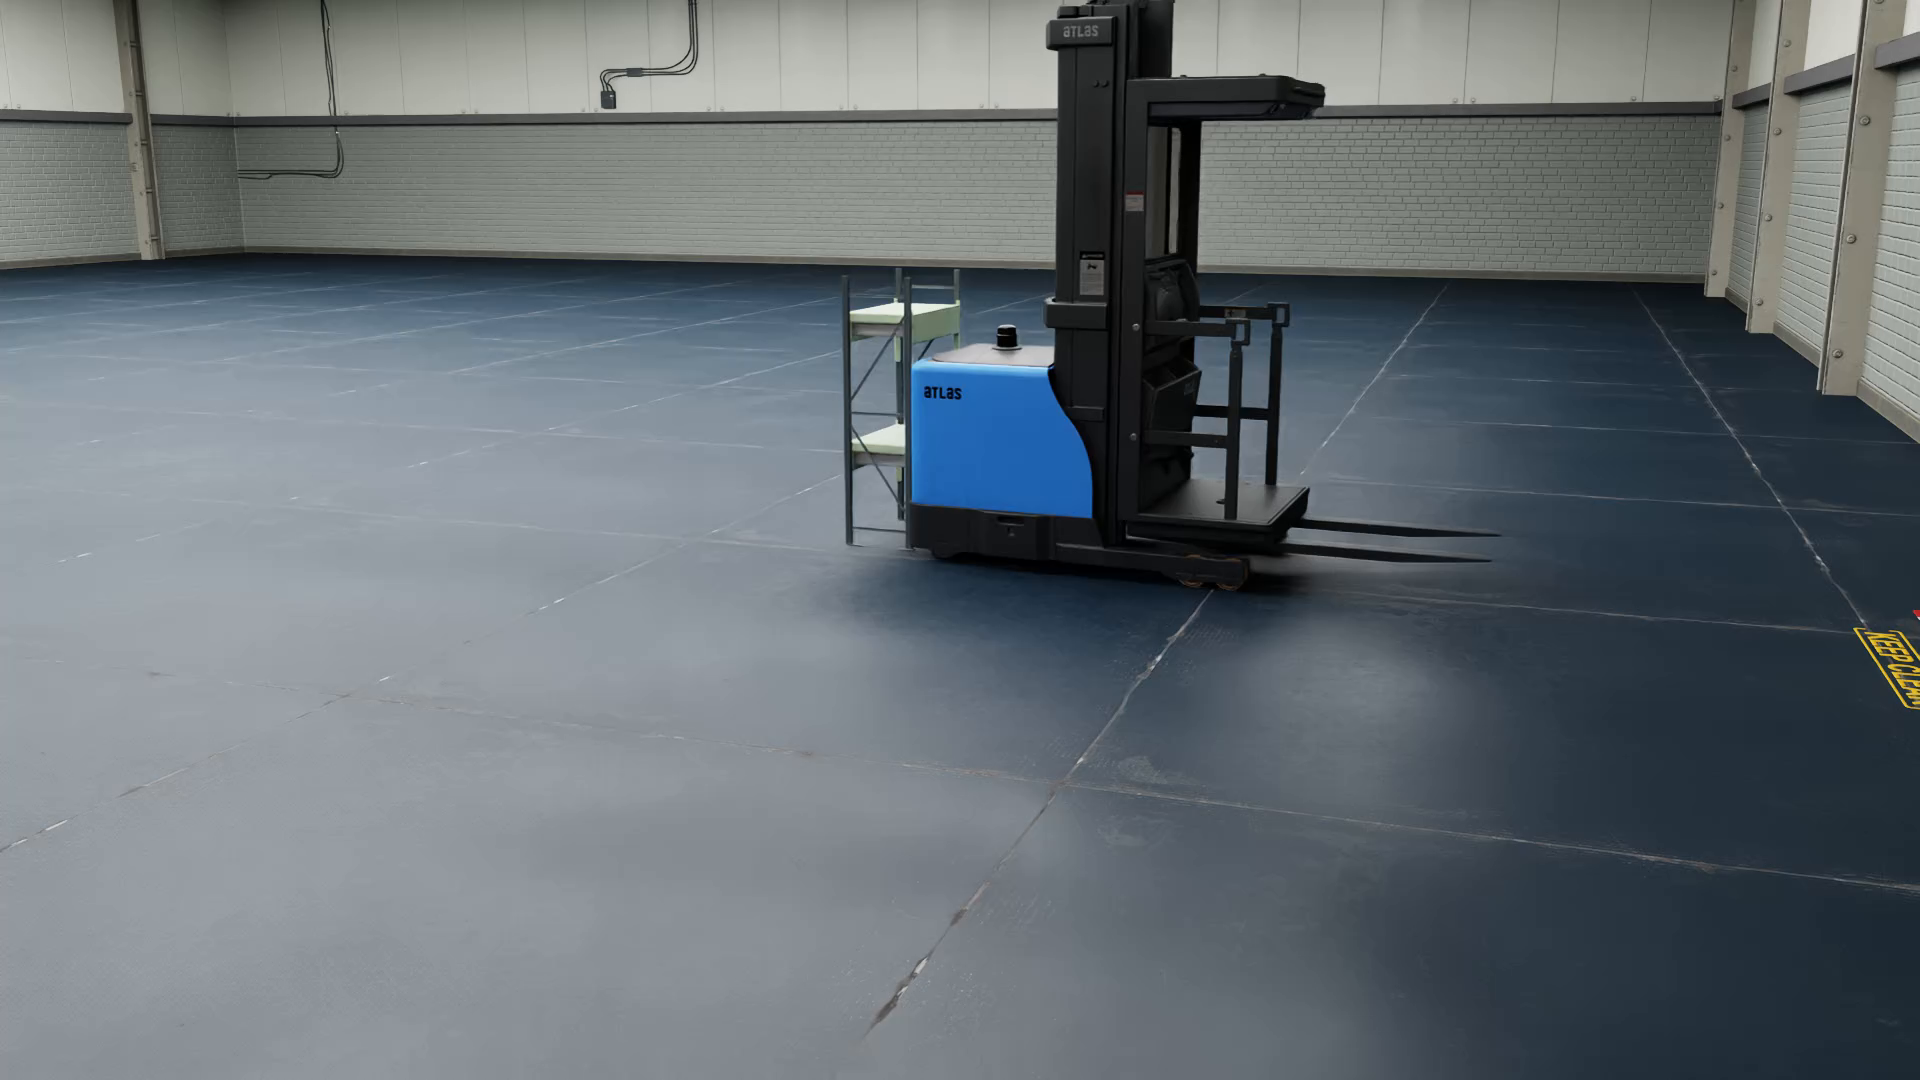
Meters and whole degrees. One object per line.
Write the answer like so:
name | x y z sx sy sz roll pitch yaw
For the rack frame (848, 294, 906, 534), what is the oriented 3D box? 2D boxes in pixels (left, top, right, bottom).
rack frame | -0.453 -0.687 9.128 0.380 1.308 0.010 5 14 21

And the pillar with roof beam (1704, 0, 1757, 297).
pillar with roof beam | 8.005 -8.601 26.946 9.100 9.000 0.400 4 14 18

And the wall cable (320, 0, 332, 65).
wall cable | -12.963 -11.837 36.756 3.097 2.526 0.112 4 14 18

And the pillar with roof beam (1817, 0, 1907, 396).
pillar with roof beam | 4.123 -6.074 15.877 9.100 9.000 0.400 4 14 18

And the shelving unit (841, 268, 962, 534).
shelving unit | -0.318 -0.764 9.463 0.431 1.500 0.748 5 14 21

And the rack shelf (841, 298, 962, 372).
rack shelf | -0.319 -1.143 9.373 0.431 0.370 0.720 5 14 21

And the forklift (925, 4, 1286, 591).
forklift | -10.367 -0.997 7.413 21.555 2.867 12.119 5 14 21

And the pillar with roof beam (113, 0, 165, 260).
pillar with roof beam | -13.653 -10.249 34.167 9.100 9.000 0.400 4 14 18

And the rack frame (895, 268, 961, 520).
rack frame | -0.186 -0.839 9.793 0.400 1.500 0.023 5 14 21

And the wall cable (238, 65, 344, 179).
wall cable | -15.522 -9.570 38.171 3.097 2.526 0.112 4 14 18

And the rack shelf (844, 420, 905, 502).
rack shelf | -0.319 -0.445 9.533 0.431 0.370 0.720 5 14 21

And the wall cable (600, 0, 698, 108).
wall cable | -6.545 -12.055 34.438 2.305 6.003 0.169 4 14 18

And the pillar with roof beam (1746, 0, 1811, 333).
pillar with roof beam | 6.064 -7.337 21.412 9.100 9.000 0.400 4 14 18
